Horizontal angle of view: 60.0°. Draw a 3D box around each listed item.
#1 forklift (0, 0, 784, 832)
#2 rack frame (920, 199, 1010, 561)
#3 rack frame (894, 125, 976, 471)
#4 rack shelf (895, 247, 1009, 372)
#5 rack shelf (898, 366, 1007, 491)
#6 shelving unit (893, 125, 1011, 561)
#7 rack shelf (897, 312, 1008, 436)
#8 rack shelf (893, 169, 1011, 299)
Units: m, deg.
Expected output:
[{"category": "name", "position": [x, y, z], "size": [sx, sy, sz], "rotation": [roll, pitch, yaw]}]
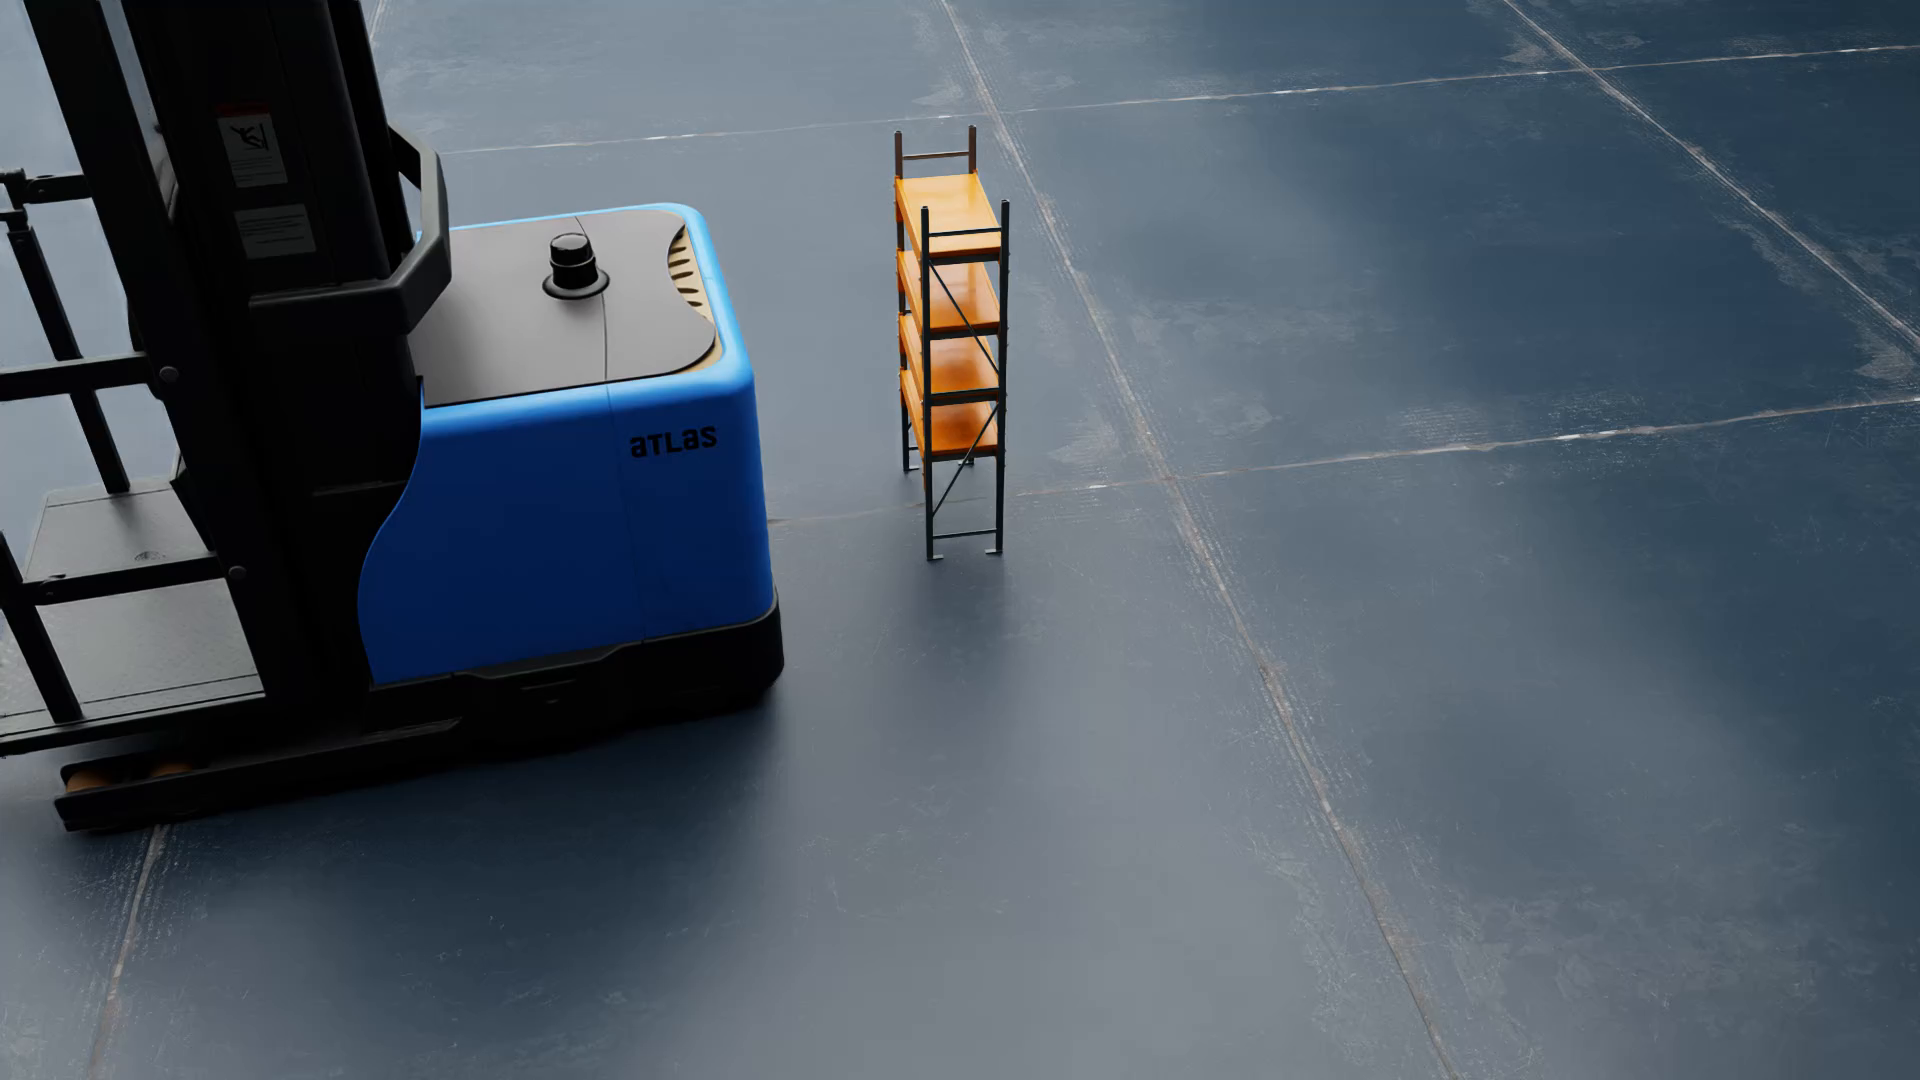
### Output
[{"category": "forklift", "position": [-2.070, -0.770, 3.853], "size": [3.031, 2.935, 1.130], "rotation": [-9, 39, -12]}, {"category": "rack frame", "position": [0.014, -0.426, 4.821], "size": [0.240, 1.200, 0.015], "rotation": [-6, 38, -8]}, {"category": "rack frame", "position": [-0.072, -0.721, 5.200], "size": [0.240, 1.200, 0.015], "rotation": [-6, 38, -8]}, {"category": "rack shelf", "position": [-0.029, -0.697, 4.915], "size": [0.258, 0.148, 0.480], "rotation": [-6, 38, -8]}, {"category": "rack shelf", "position": [-0.029, -0.364, 5.174], "size": [0.258, 0.148, 0.480], "rotation": [-6, 38, -8]}, {"category": "shelving unit", "position": [-0.029, -0.574, 5.011], "size": [0.258, 1.200, 0.503], "rotation": [-6, 38, -8]}, {"category": "rack shelf", "position": [-0.029, -0.521, 5.052], "size": [0.258, 0.148, 0.480], "rotation": [-6, 38, -8]}, {"category": "rack shelf", "position": [-0.029, -0.884, 4.770], "size": [0.258, 0.148, 0.480], "rotation": [-6, 38, -8]}]
